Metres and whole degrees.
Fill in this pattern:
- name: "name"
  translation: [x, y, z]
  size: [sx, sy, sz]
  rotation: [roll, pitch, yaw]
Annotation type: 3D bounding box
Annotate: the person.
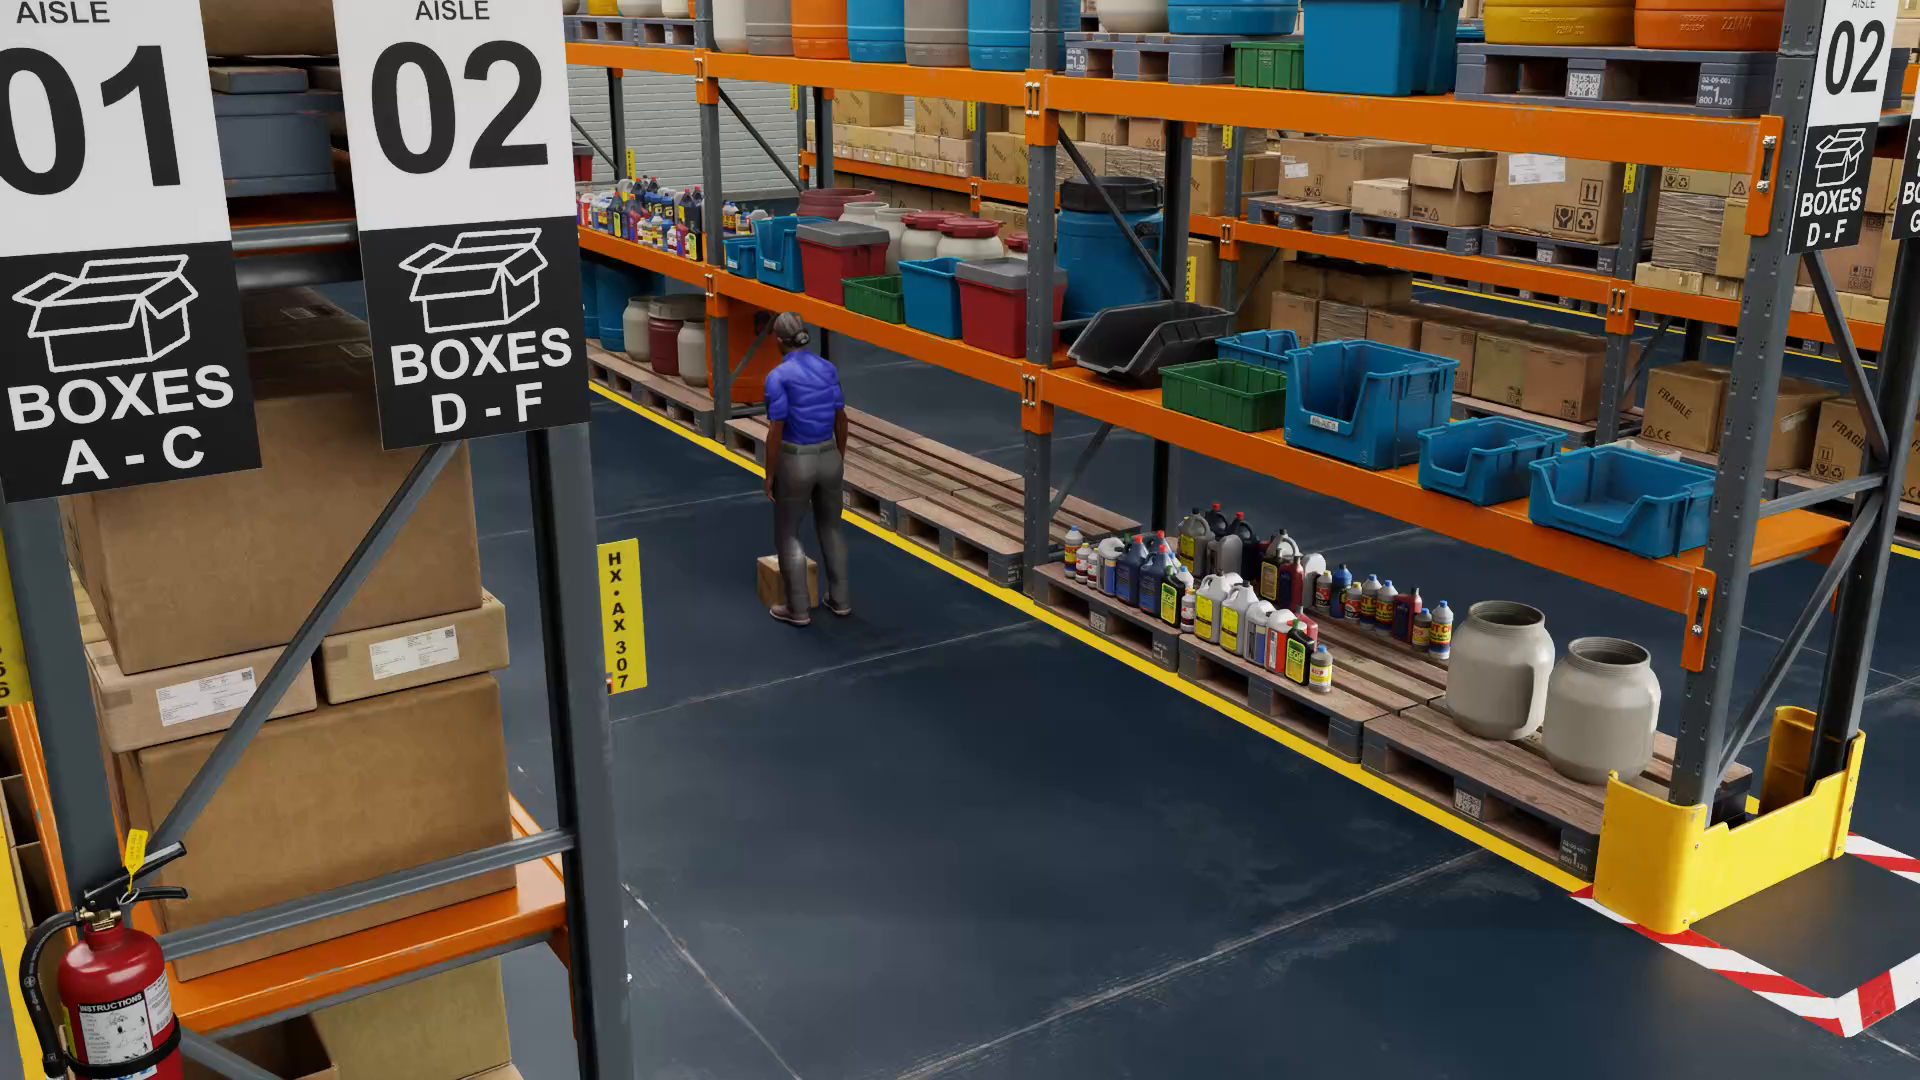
- name: "person"
  translation: [-0.803, -0.374, 8.705]
  size: [0.518, 1.653, 0.349]
  rotation: [-13, 22, -34]
